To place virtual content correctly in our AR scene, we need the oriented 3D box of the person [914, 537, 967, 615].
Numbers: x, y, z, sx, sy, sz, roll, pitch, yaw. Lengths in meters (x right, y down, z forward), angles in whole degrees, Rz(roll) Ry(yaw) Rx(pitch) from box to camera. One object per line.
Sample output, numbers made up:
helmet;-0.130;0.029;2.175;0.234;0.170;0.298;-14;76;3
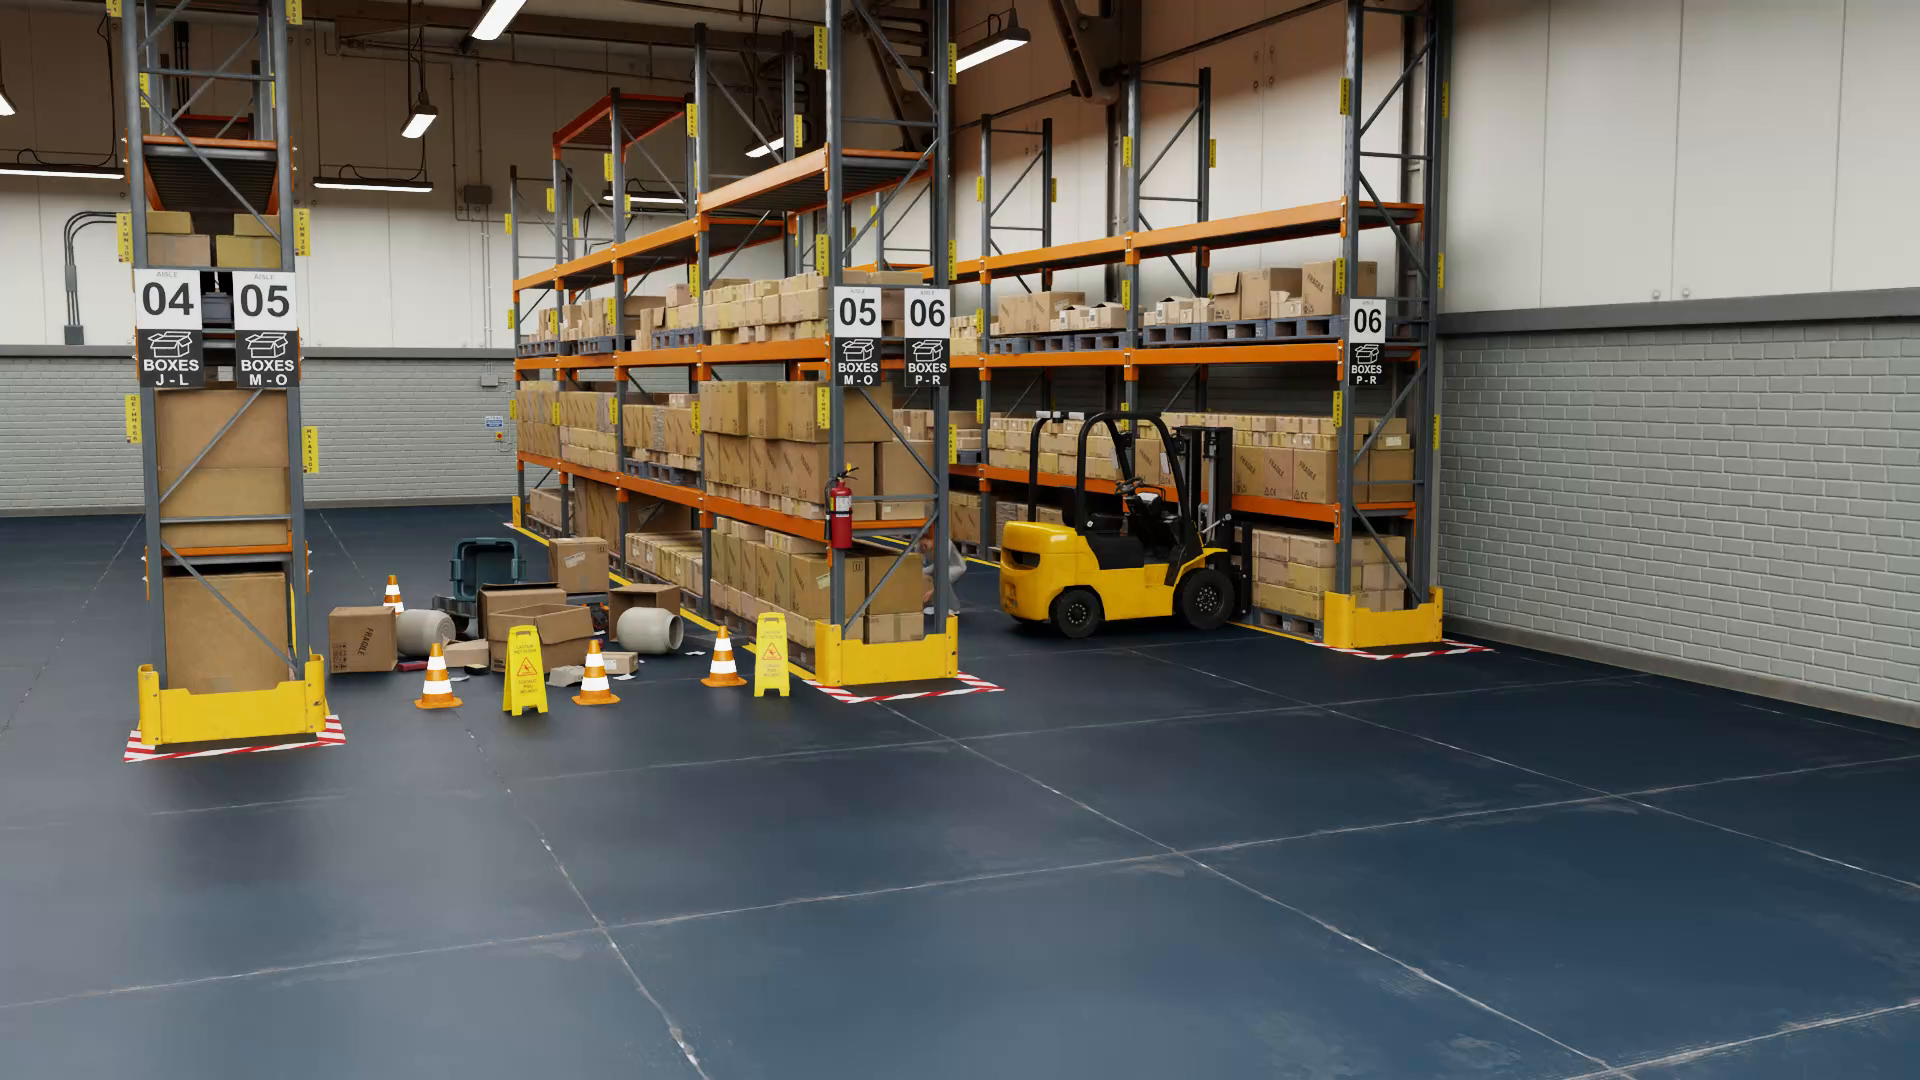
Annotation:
person;-0.241;0.318;17.408;0.487;0.962;0.797;4;7;37
